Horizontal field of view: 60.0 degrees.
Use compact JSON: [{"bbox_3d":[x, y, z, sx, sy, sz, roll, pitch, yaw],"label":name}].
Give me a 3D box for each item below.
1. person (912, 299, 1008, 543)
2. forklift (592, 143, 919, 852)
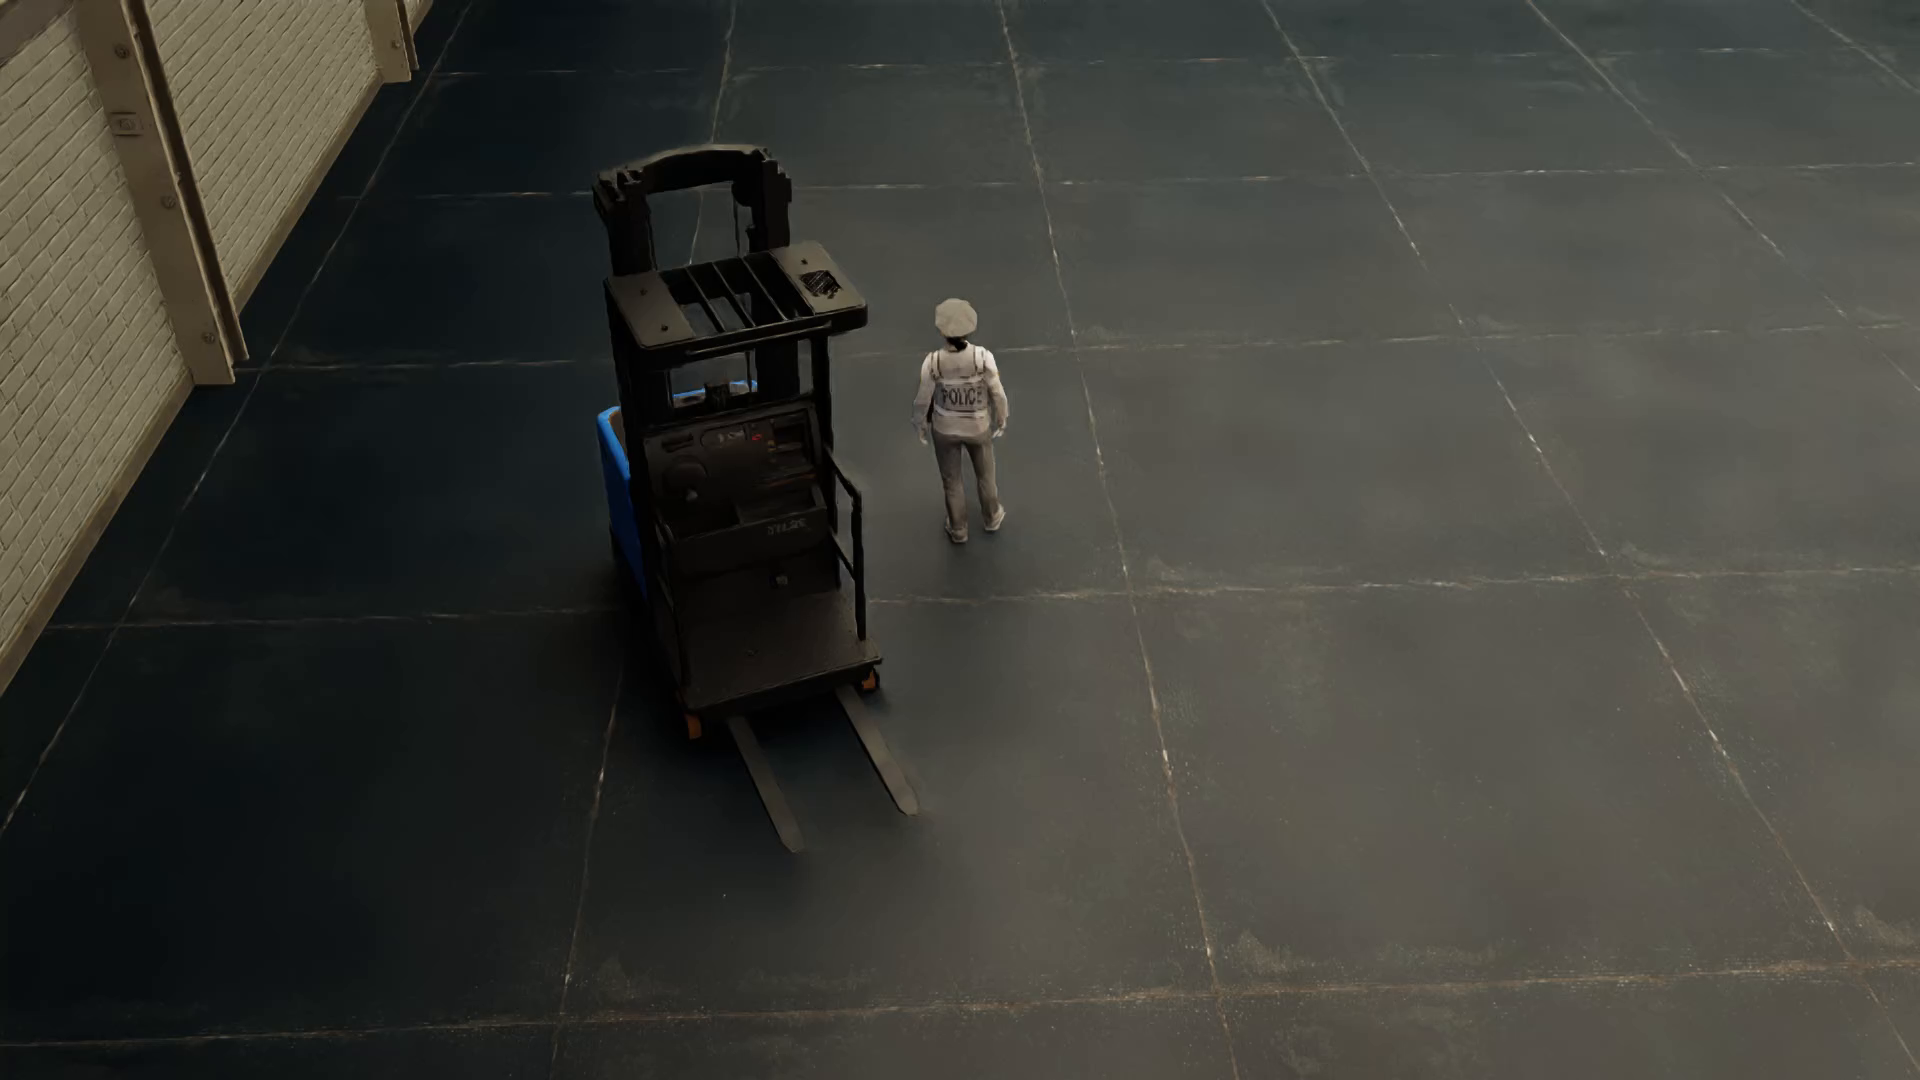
[{"bbox_3d":[0.004,-0.731,10.052,0.586,1.695,0.532,-2,36,-2],"label":"person"},{"bbox_3d":[-1.100,-0.391,8.547,1.130,2.935,3.031,-14,38,-18],"label":"forklift"}]
